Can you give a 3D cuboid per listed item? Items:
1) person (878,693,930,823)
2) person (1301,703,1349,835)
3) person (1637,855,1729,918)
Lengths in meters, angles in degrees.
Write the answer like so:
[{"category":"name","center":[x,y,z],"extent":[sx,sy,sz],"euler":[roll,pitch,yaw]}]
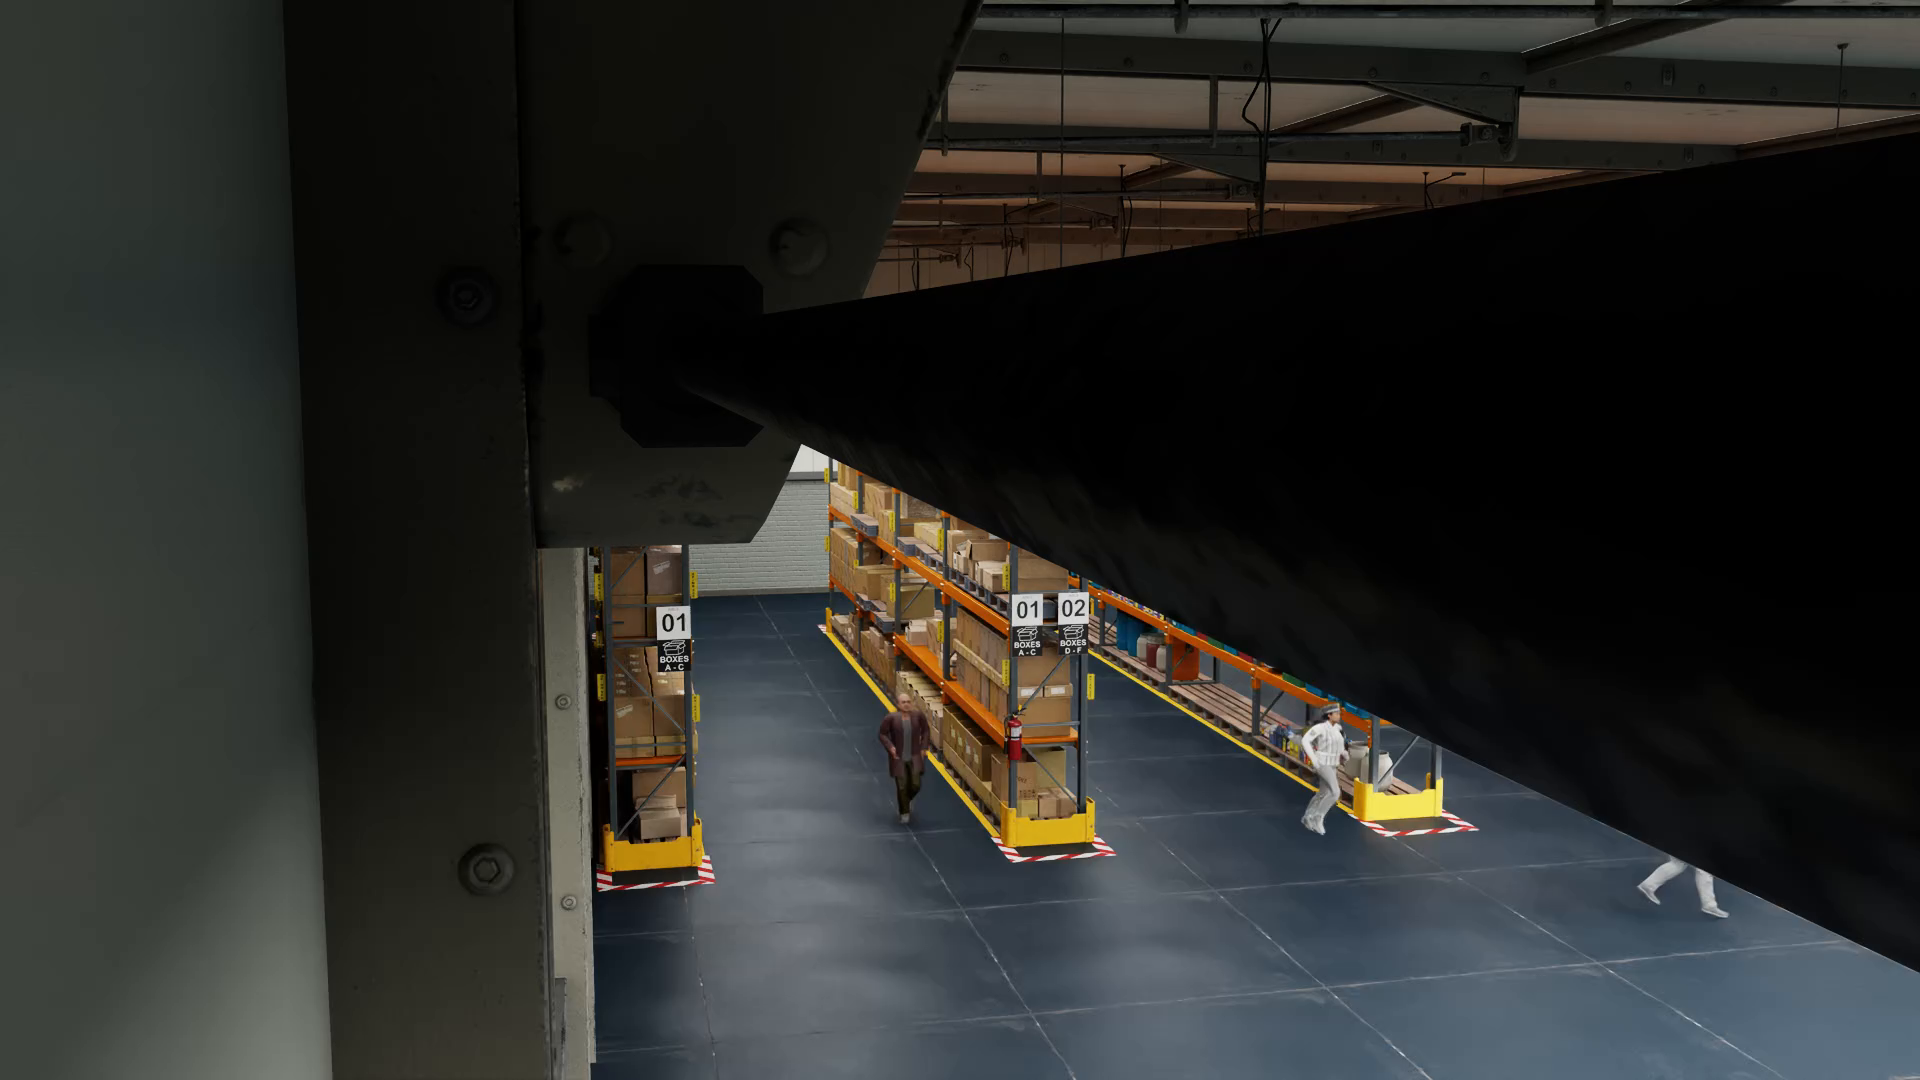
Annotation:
[{"category":"person","center":[-0.720,2.976,21.980],"extent":[0.718,1.532,0.619],"euler":[-1,7,-12]},{"category":"person","center":[4.782,2.951,21.634],"extent":[0.619,1.681,0.611],"euler":[6,9,43]},{"category":"person","center":[8.036,3.308,18.375],"extent":[0.919,1.668,0.599],"euler":[2,7,13]}]
